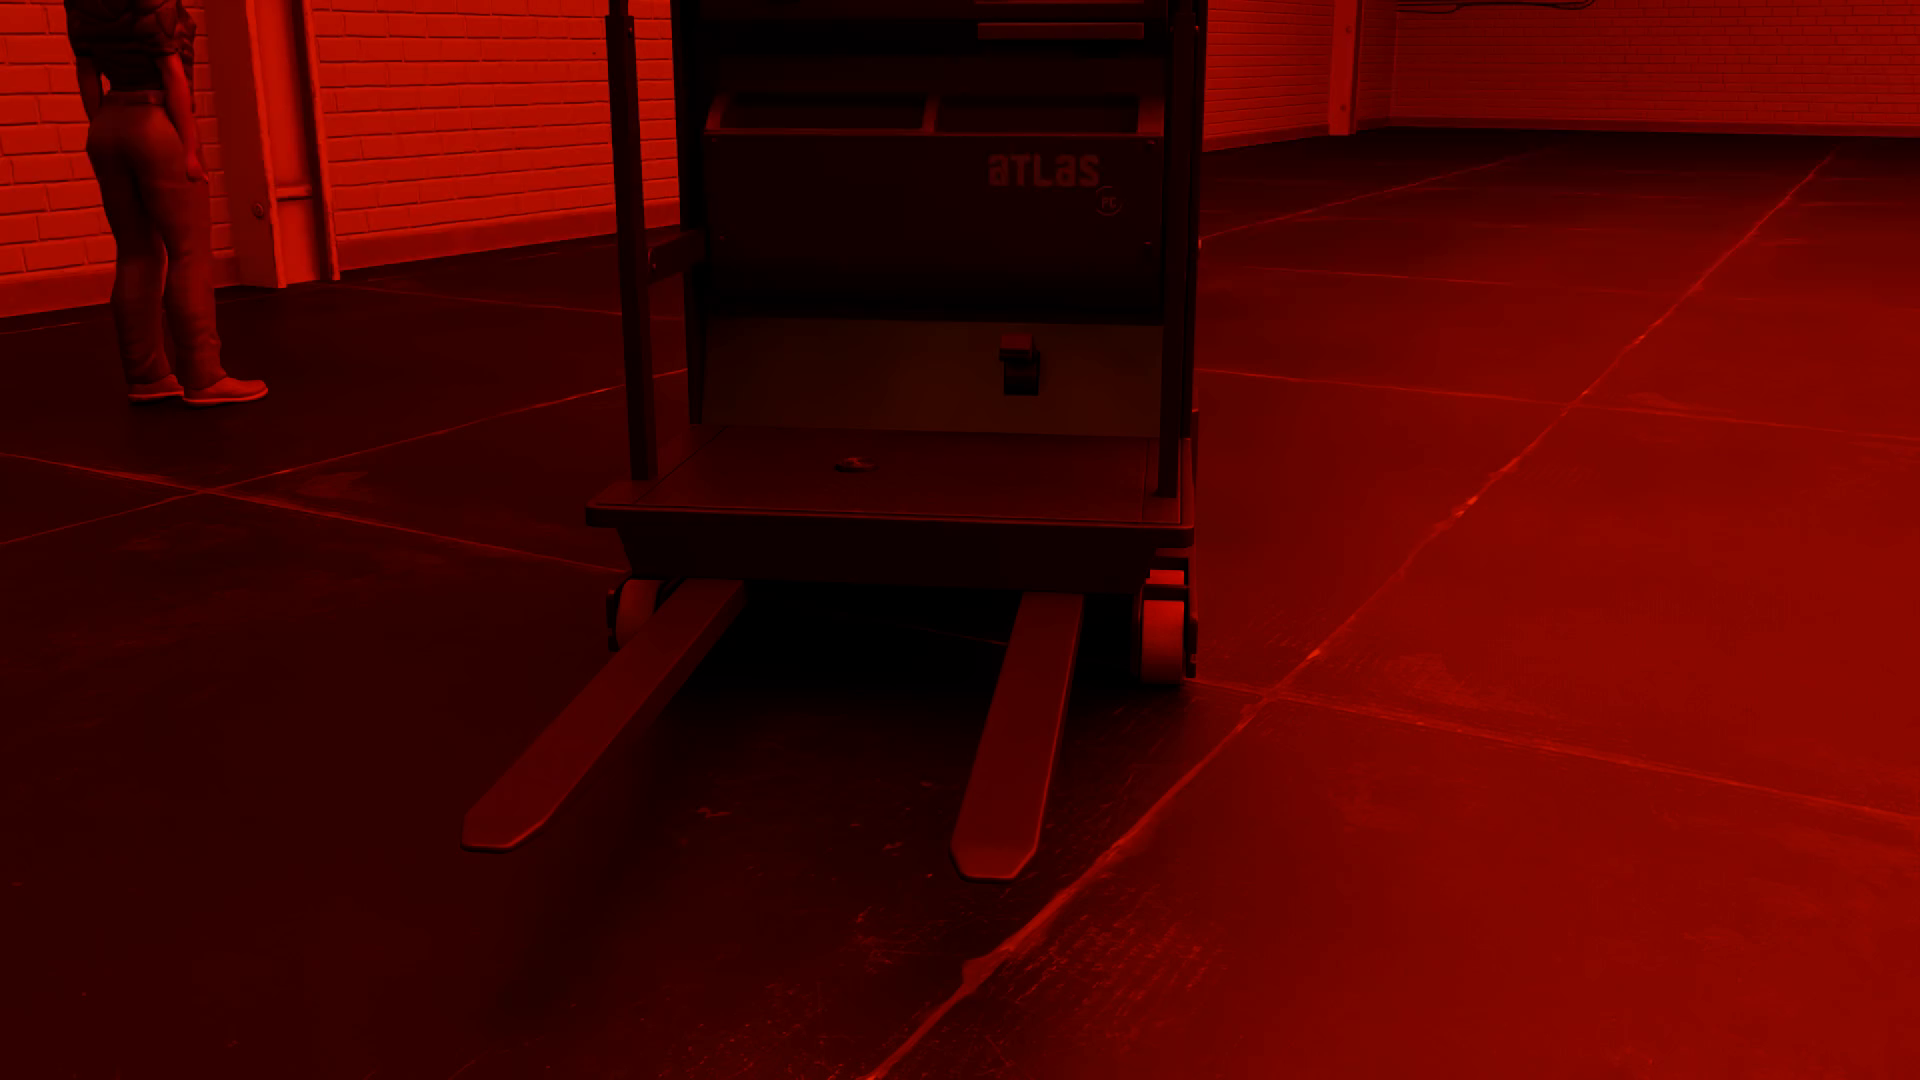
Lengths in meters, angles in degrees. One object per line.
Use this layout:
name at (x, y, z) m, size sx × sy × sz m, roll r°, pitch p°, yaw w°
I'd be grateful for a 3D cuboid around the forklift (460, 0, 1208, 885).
forklift at (-0.078, -1.236, 3.048) m, size 1.130 × 2.935 × 3.031 m, roll 2°, pitch 17°, yaw 7°

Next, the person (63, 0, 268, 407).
person at (-2.619, -1.273, 5.436) m, size 0.450 × 1.660 × 0.314 m, roll 7°, pitch 18°, yaw 22°
